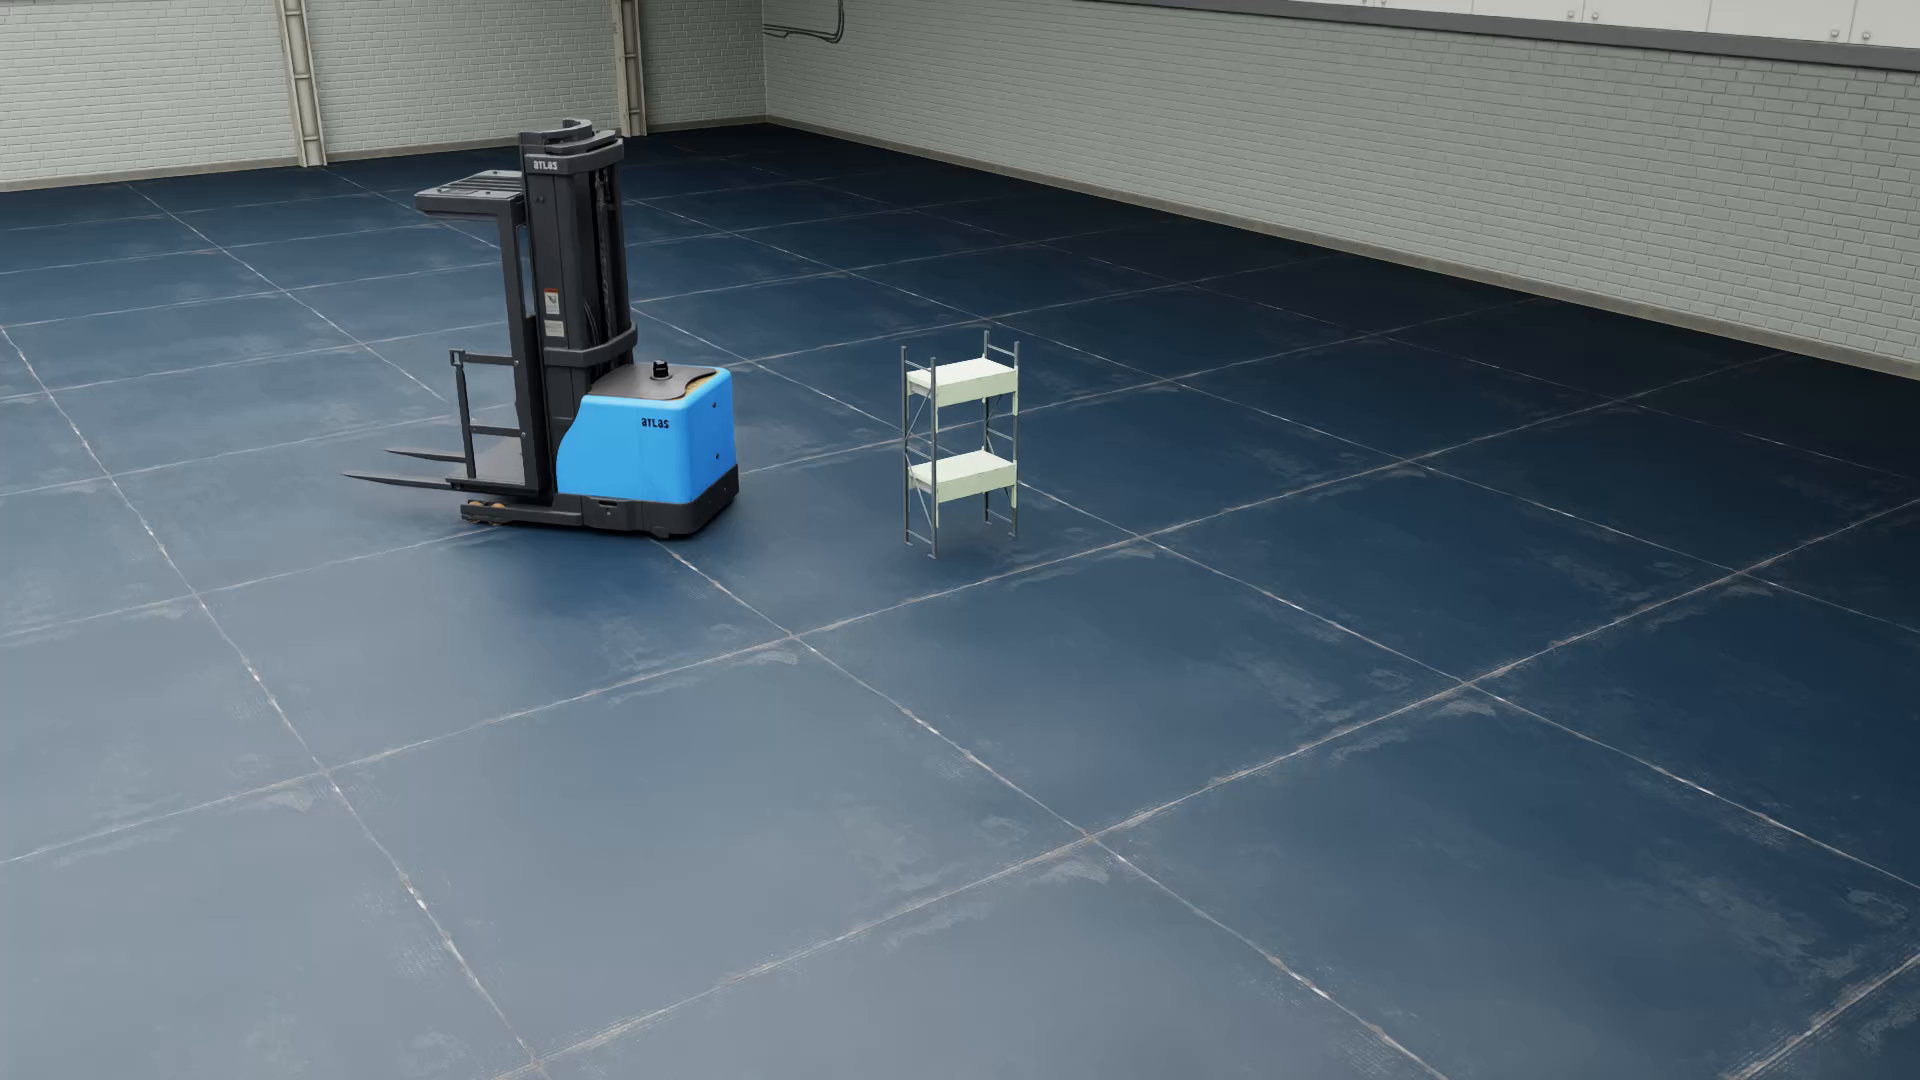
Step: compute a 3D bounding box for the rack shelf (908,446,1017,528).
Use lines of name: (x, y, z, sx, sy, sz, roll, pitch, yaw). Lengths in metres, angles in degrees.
rack shelf: (0.005, -0.395, 12.243, 0.720, 0.370, 0.431, -15, 26, -33)

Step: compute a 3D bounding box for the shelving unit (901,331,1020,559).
shelving unit: (0.005, -0.698, 12.122, 0.755, 1.500, 0.431, -15, 26, -33)

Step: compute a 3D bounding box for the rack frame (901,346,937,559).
rack frame: (-0.292, -0.619, 11.924, 0.023, 1.500, 0.400, -15, 26, -33)

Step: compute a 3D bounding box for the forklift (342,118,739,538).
forklift: (-3.321, -1.654, 12.586, 3.031, 2.935, 1.130, 5, 22, 13)

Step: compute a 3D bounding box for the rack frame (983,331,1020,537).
rack frame: (0.303, -0.777, 12.321, 0.023, 1.500, 0.400, -15, 26, -33)

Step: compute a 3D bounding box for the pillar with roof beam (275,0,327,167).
pillar with roof beam: (-8.585, -9.320, 23.611, 0.400, 9.000, 9.100, -15, 26, -33)

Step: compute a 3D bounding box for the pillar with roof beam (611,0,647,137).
pillar with roof beam: (-3.714, -10.619, 26.866, 0.400, 9.000, 9.100, -15, 26, -33)

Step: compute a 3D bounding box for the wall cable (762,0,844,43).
wall cable: (-3.065, -10.712, 31.288, 0.112, 2.526, 3.097, -15, 26, -33)

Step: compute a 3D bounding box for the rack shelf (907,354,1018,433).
rack shelf: (0.005, -1.061, 11.977, 0.720, 0.370, 0.431, -15, 26, -33)
